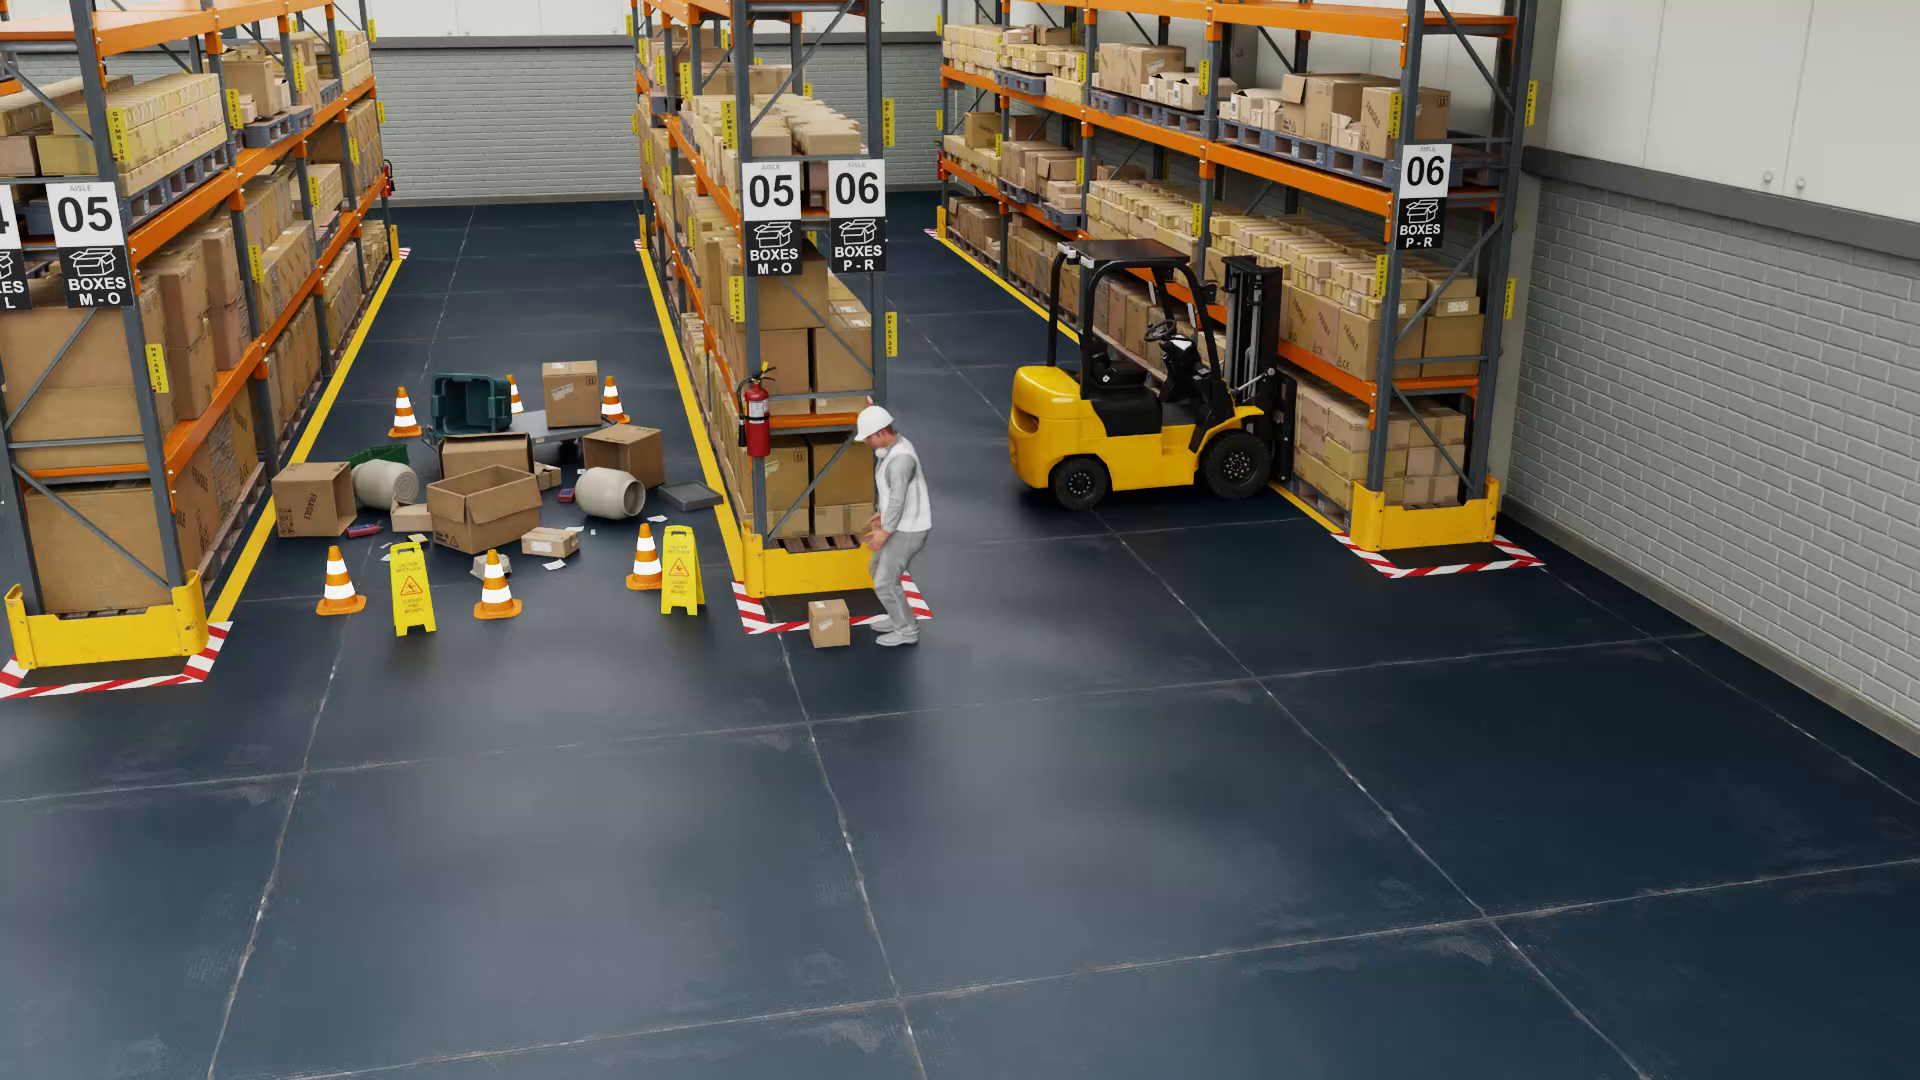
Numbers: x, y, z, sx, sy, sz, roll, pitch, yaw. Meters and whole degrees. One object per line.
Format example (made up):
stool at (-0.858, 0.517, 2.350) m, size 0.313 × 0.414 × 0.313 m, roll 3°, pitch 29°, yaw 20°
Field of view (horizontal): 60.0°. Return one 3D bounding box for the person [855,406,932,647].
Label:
person at (-0.456, -0.104, 11.457) m, size 0.516 × 1.695 × 0.567 m, roll -2°, pitch 20°, yaw -6°
